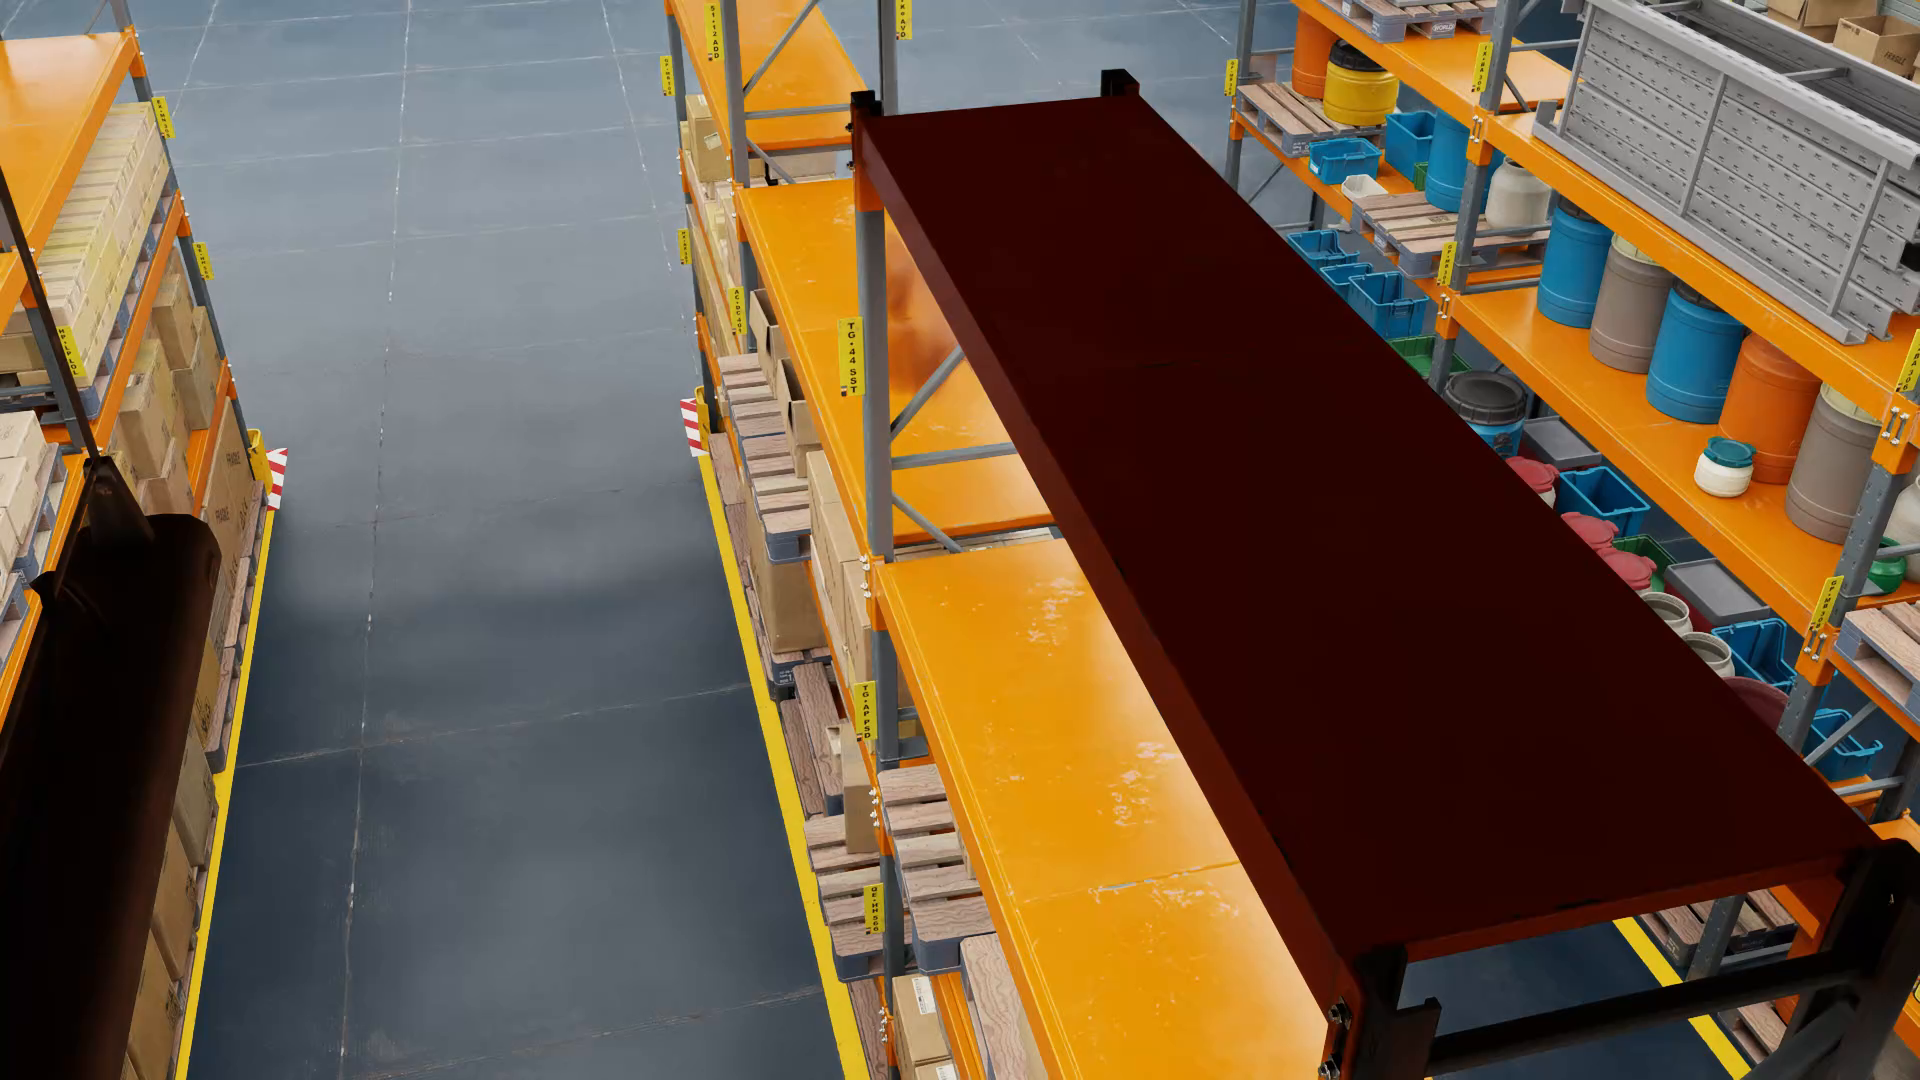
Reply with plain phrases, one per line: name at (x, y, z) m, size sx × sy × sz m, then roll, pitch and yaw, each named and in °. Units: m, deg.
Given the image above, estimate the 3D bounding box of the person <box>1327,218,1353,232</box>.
person at (4.626, -4.271, 18.804) m, size 0.751 × 1.753 × 0.692 m, roll 13°, pitch 36°, yaw 18°
